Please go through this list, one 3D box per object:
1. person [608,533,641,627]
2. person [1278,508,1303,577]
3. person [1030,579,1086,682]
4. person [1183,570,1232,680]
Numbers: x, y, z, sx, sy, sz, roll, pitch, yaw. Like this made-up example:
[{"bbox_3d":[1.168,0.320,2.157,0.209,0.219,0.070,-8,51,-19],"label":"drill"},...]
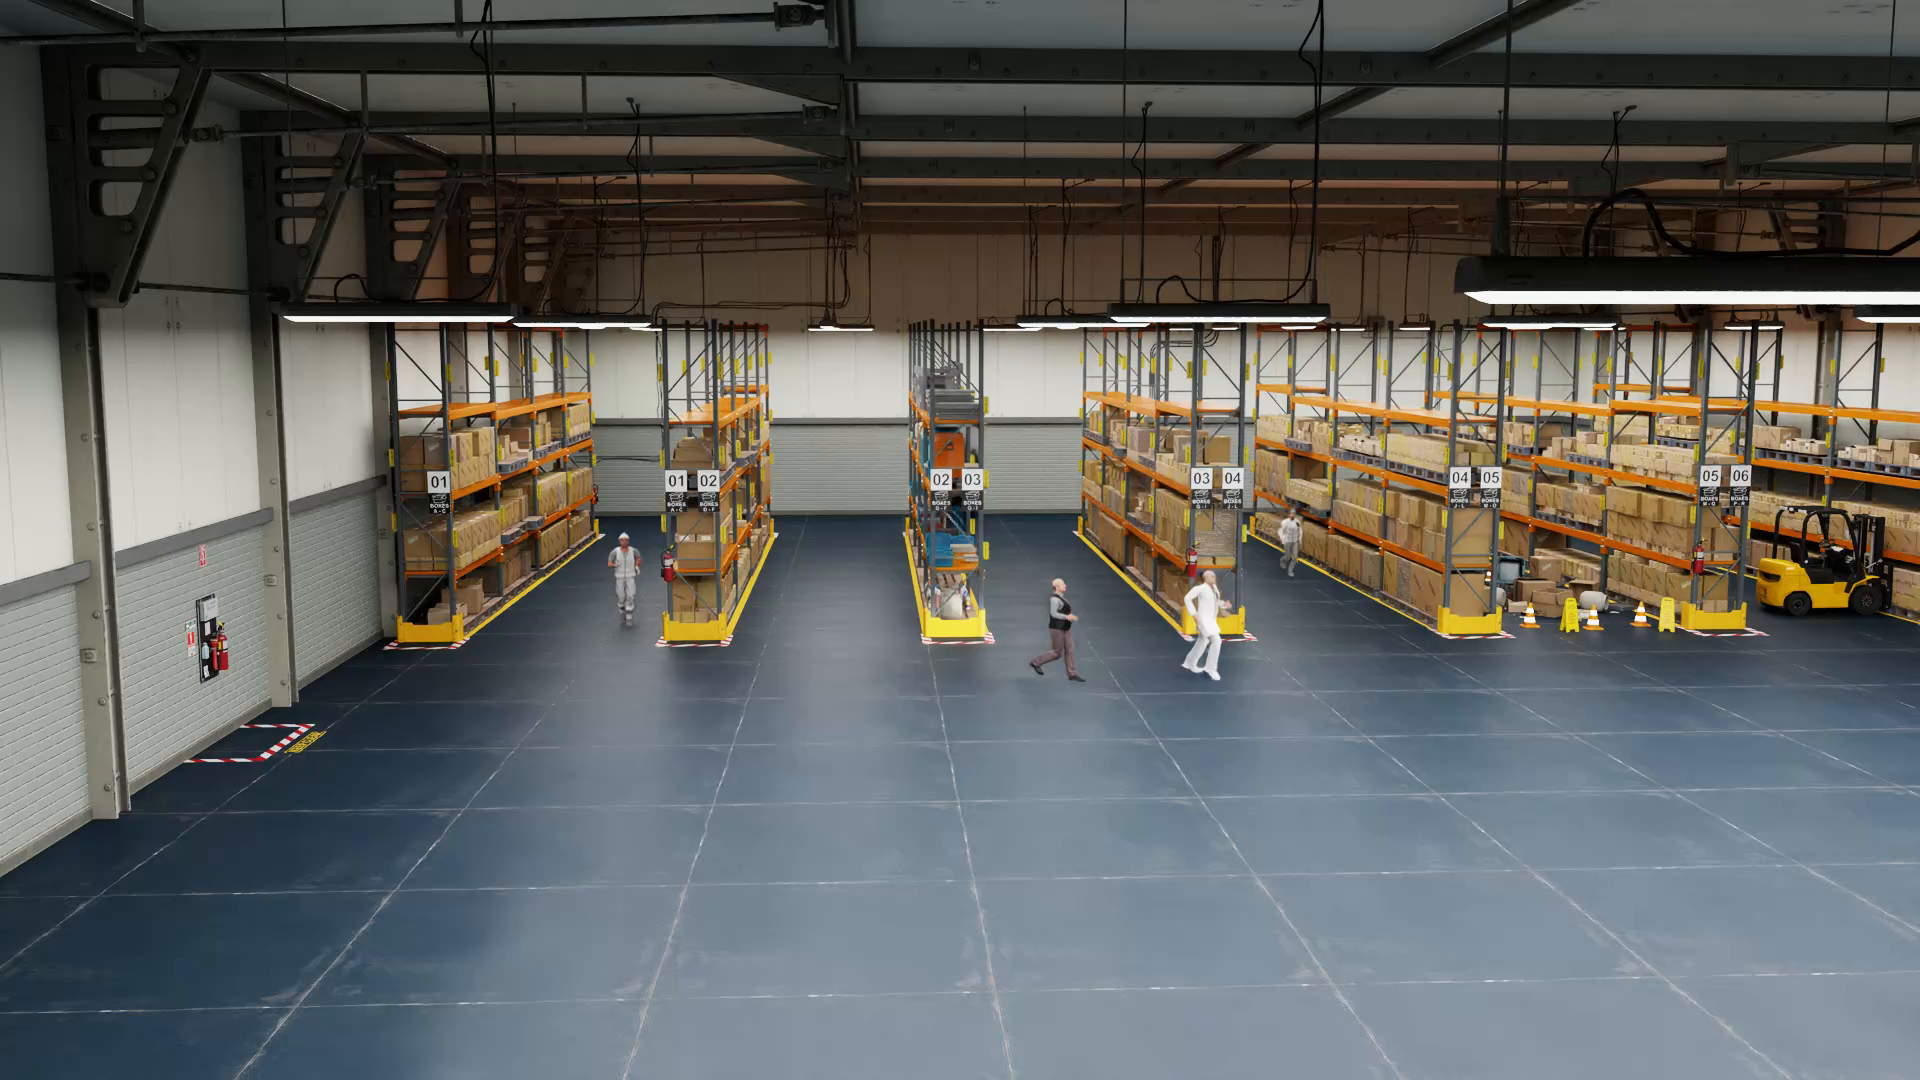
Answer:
[{"bbox_3d":[-6.594,0.763,32.735,0.652,1.793,0.914,-2,7,-13],"label":"person"},{"bbox_3d":[7.861,0.029,39.602,0.603,1.648,0.593,-1,7,-8],"label":"person"},{"bbox_3d":[1.623,1.490,27.393,0.936,1.717,0.661,2,7,16],"label":"person"},{"bbox_3d":[4.132,1.412,27.874,0.859,1.839,0.685,4,8,30],"label":"person"}]
